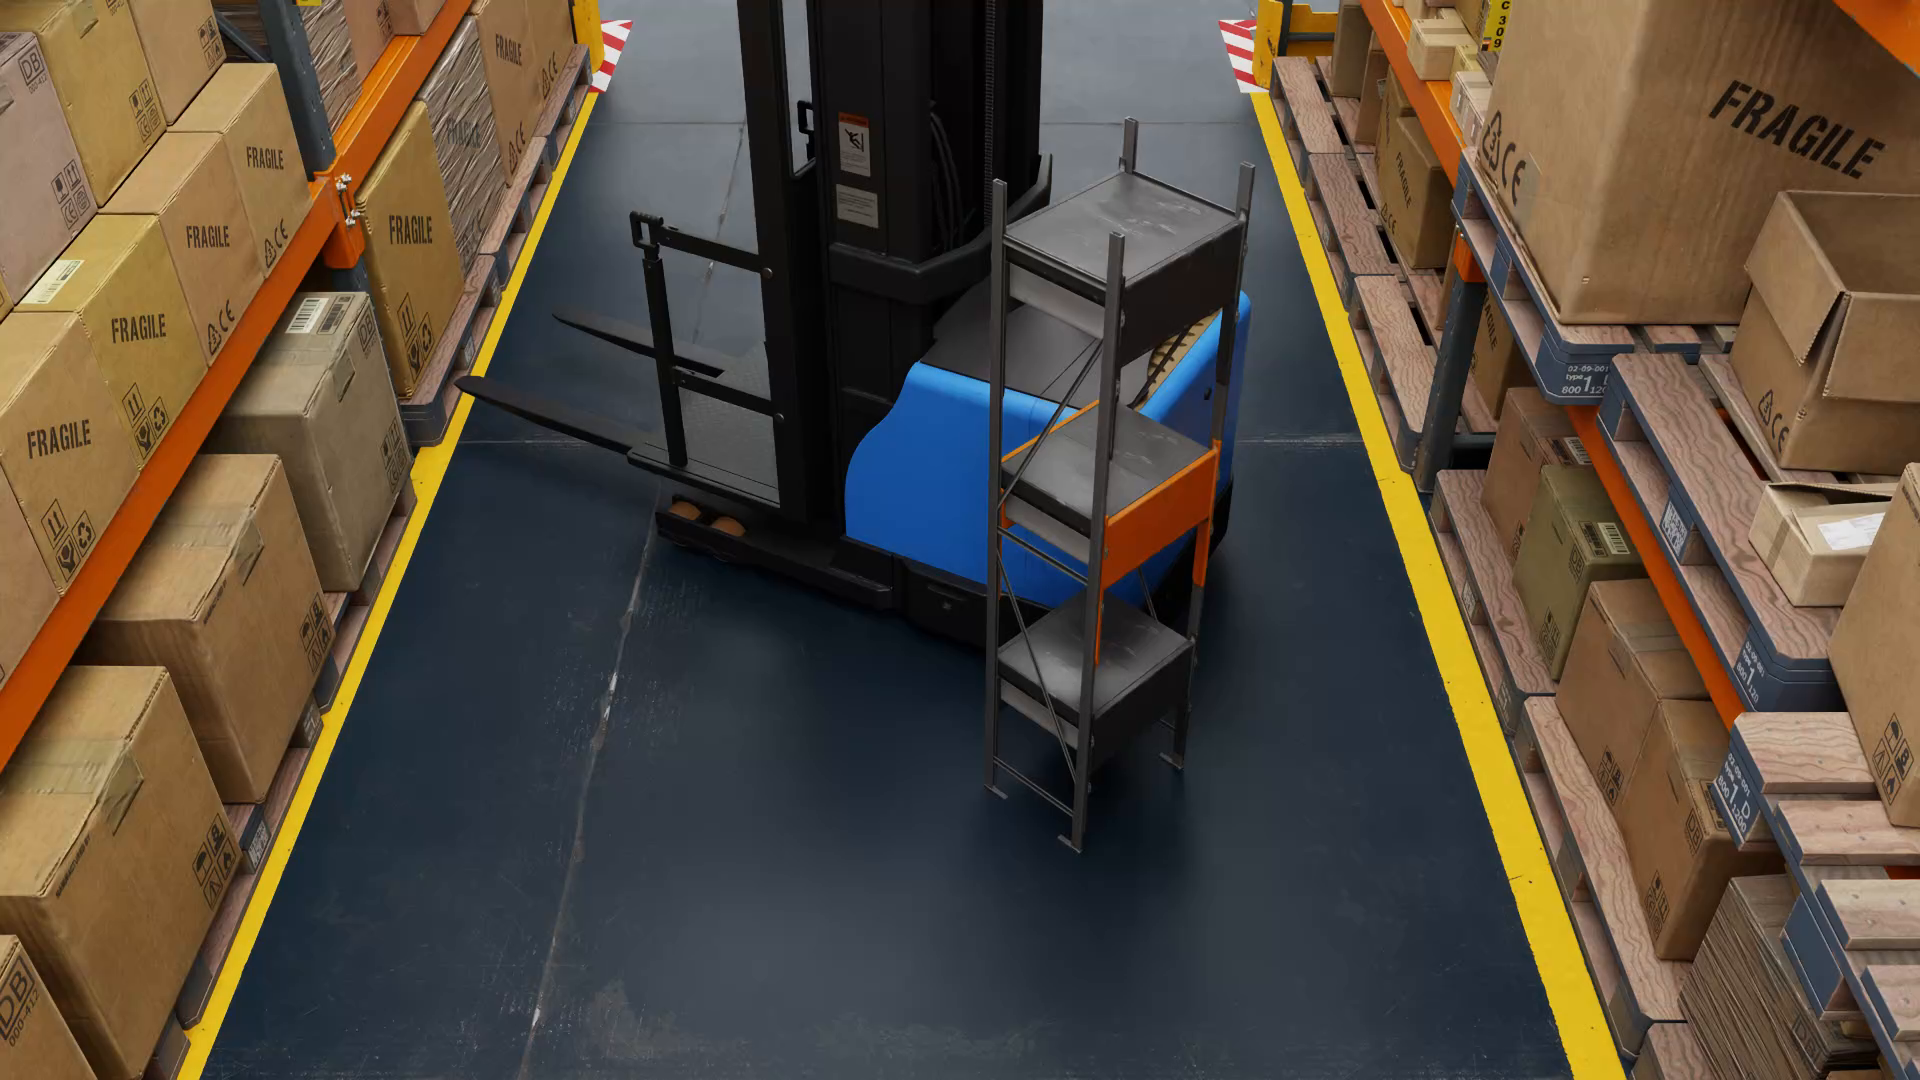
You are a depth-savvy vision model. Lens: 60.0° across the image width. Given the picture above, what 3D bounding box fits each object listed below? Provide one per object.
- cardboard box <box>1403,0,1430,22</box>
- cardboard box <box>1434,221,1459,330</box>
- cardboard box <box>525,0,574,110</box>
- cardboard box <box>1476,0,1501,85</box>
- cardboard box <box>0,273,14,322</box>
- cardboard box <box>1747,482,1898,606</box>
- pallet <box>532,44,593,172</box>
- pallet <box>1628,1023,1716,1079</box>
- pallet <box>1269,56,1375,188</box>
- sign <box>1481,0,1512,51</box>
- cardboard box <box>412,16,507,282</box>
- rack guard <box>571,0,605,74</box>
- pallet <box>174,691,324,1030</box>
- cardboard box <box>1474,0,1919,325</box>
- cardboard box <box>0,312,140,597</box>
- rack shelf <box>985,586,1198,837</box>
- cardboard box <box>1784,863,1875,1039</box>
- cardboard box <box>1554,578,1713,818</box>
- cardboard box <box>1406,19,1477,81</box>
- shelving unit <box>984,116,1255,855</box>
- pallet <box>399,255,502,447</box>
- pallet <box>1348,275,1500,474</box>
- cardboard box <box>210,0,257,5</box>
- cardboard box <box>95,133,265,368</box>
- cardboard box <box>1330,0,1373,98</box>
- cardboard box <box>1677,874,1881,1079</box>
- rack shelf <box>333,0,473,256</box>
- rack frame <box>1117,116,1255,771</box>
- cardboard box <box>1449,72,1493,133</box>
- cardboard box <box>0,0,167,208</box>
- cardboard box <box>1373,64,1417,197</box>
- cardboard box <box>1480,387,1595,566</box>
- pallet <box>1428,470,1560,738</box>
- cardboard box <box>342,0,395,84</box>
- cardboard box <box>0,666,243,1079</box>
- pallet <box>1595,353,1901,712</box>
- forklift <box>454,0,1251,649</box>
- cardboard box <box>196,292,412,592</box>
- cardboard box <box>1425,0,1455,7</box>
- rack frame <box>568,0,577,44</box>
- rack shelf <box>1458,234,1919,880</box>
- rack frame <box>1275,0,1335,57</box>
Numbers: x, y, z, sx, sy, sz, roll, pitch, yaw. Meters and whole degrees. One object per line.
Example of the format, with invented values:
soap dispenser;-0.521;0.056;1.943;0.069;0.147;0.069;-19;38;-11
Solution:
cardboard box;2.038;-2.203;6.801;0.380;0.149;0.250;0;39;0
cardboard box;2.316;-1.182;6.989;0.500;0.500;0.500;12;40;14
cardboard box;-2.614;-2.857;8.779;0.875;0.875;0.875;0;39;0
cardboard box;2.346;-1.821;5.806;0.875;0.500;0.500;0;39;0
cardboard box;-2.667;-0.610;3.733;0.700;0.500;0.500;0;39;0
cardboard box;2.017;-0.037;3.670;0.396;0.266;0.258;-1;39;-1
pallet;-2.601;-2.358;9.023;1.003;0.211;1.213;0;39;0
pallet;2.290;1.716;3.940;1.003;0.211;1.213;0;39;0
pallet;2.245;-2.242;8.879;1.003;0.211;1.213;0;39;0
sign;1.742;-1.717;5.302;0.100;0.325;0.005;0;39;0
cardboard box;-2.611;-1.736;7.381;0.875;0.875;0.875;0;39;0
rack guard;-2.680;-2.985;9.576;1.175;0.500;0.348;0;39;0
pallet;-2.595;0.891;4.969;1.003;0.211;1.213;0;39;0
cardboard box;2.145;-1.286;4.640;1.000;1.000;1.000;0;39;0
cardboard box;-2.404;-0.208;4.031;0.500;0.500;0.500;0;39;-1
rack shelf;0.396;0.496;5.094;0.431;0.518;0.480;32;48;33
cardboard box;2.247;0.877;3.804;0.500;0.250;0.500;4;39;5
cardboard box;2.246;0.451;4.935;0.700;0.500;0.500;-3;39;-4
cardboard box;1.947;-1.890;6.411;0.380;0.149;0.250;0;39;0
shelving unit;0.396;-0.061;4.647;0.431;2.100;0.503;32;48;33
pallet;-2.598;-0.832;7.119;1.003;0.211;1.213;0;39;0
pallet;2.248;-0.717;6.975;1.003;0.211;1.213;0;39;0
cardboard box;-2.642;-2.155;5.557;0.875;0.550;0.550;0;39;0
cardboard box;-2.407;-0.841;4.821;0.500;0.500;0.500;0;39;-1
cardboard box;2.264;-2.684;8.864;0.500;0.500;0.500;7;39;8
cardboard box;2.255;1.155;4.058;0.700;0.500;0.500;-3;39;-4
rack shelf;-2.678;-2.414;7.439;1.077;0.370;4.000;0;39;0
rack frame;0.567;-0.170;4.783;0.400;2.100;0.015;32;48;33
cardboard box;1.999;-1.577;6.020;0.380;0.149;0.250;0;39;0
cardboard box;-2.667;-1.241;4.521;0.700;0.500;0.500;-1;39;-1
cardboard box;2.280;-1.919;7.909;0.500;0.500;0.500;3;39;4
cardboard box;2.264;-0.197;5.744;0.700;0.500;0.500;-3;39;-4
pallet;2.287;0.190;5.844;1.003;0.211;1.213;0;39;0
cardboard box;-2.711;-2.078;6.324;0.875;0.550;0.550;0;39;0
cardboard box;-2.586;0.843;4.262;1.050;0.750;0.750;1;39;1
pallet;2.246;-0.046;4.063;1.003;0.211;1.213;0;39;0
forklift;-0.548;-1.331;5.567;3.031;2.935;1.130;19;42;22
cardboard box;-2.585;-0.342;5.742;1.050;0.750;0.750;0;39;0
cardboard box;2.279;-2.447;6.587;0.875;0.500;0.500;0;39;0
rack frame;-2.680;-3.946;8.775;1.000;3.000;0.127;0;39;0
rack shelf;2.287;0.147;4.244;1.077;0.370;4.000;0;39;0
rack frame;2.280;-3.886;8.701;1.000;3.000;0.127;0;39;0
